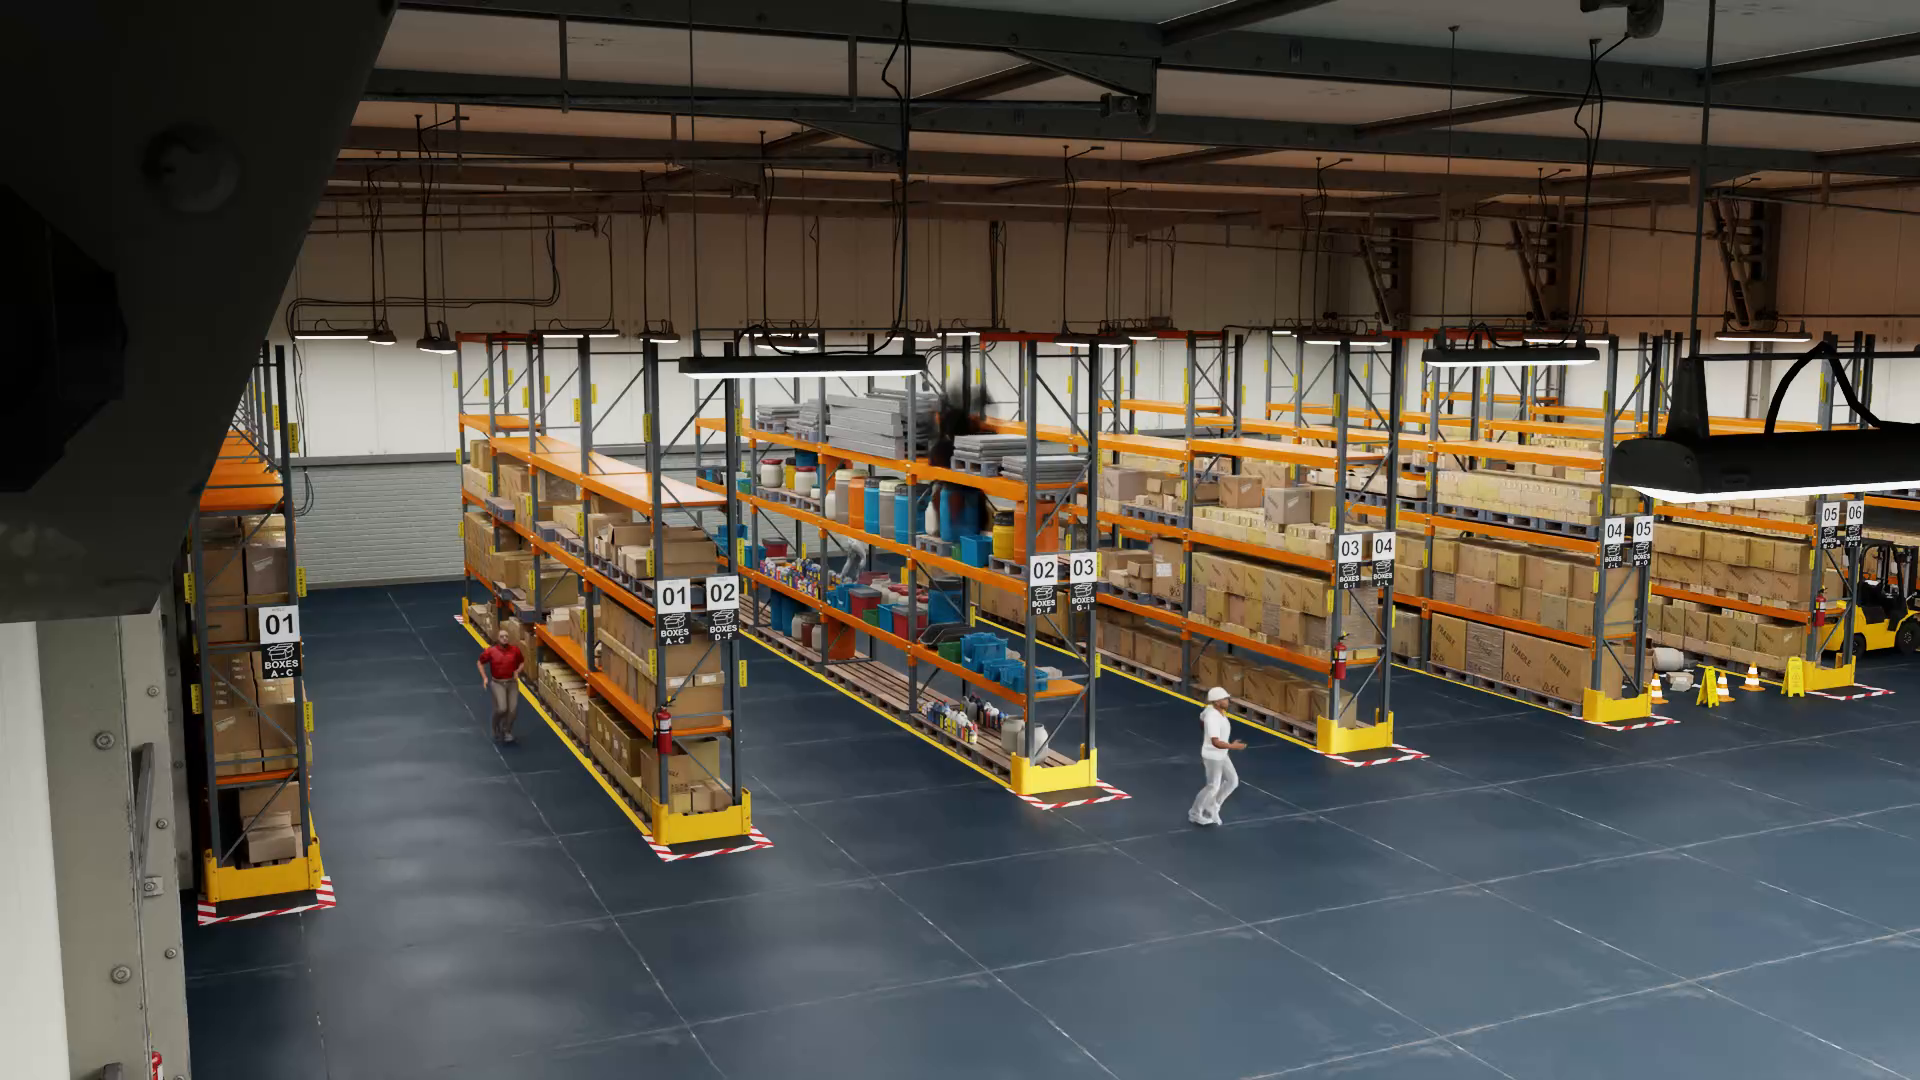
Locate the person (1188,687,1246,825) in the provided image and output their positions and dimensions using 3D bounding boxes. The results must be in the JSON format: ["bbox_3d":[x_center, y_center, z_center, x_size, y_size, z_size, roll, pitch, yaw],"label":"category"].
[{"bbox_3d":[3.207,2.703,20.650,0.702,1.794,0.729,2,8,15],"label":"person"}]

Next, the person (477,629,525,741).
[{"bbox_3d":[-6.754,2.170,24.685,0.658,1.683,0.602,-5,9,-31],"label":"person"}]

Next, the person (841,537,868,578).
[{"bbox_3d":[-2.504,0.167,39.612,0.740,1.748,0.591,-2,8,-17],"label":"person"}]

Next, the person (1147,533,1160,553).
[{"bbox_3d":[4.209,0.648,36.154,0.558,1.610,0.837,-5,9,-34],"label":"person"}]
